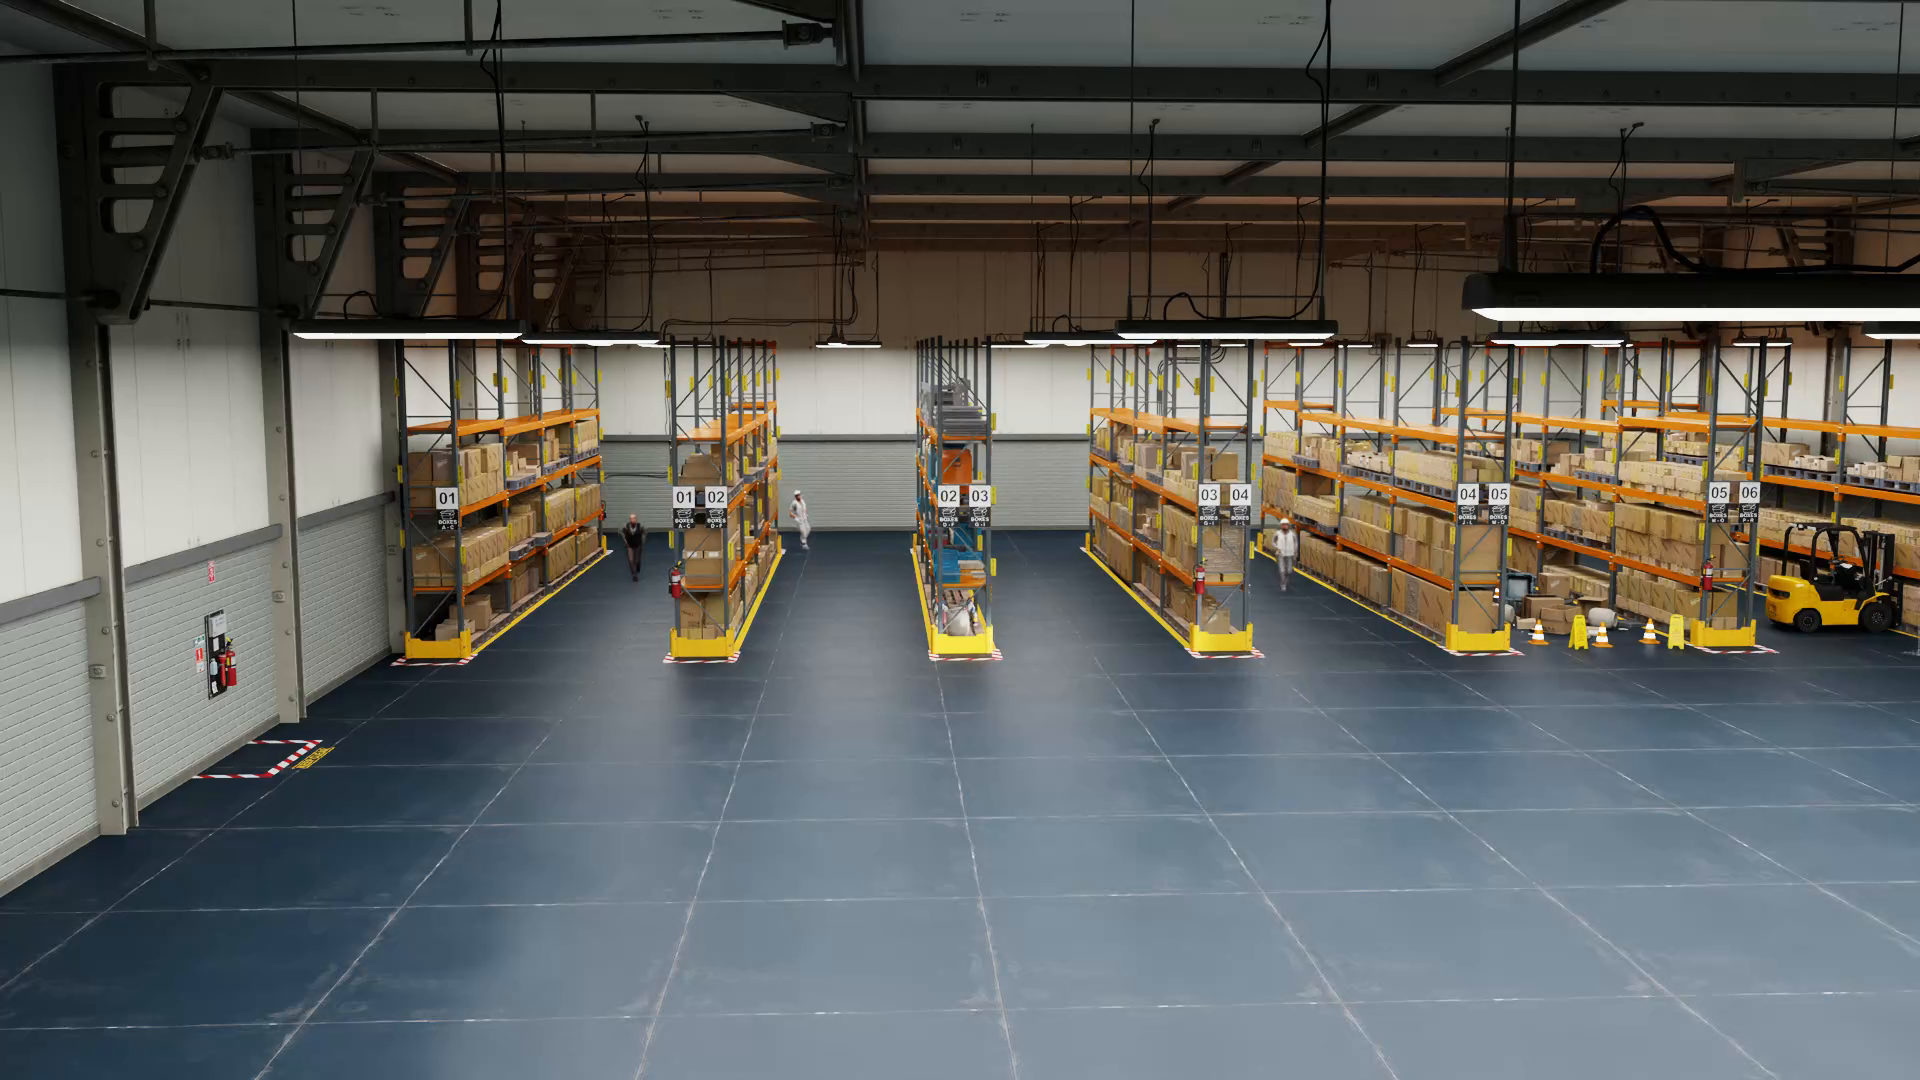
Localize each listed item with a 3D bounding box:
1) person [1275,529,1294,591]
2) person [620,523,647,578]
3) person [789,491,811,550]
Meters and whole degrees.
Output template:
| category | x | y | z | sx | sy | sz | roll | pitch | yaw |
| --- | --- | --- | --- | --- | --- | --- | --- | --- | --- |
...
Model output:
| category | x | y | z | sx | sy | sz | roll | pitch | yaw |
| --- | --- | --- | --- | --- | --- | --- | --- | --- | --- |
| person | 7.778 | 0.460 | 39.896 | 0.450 | 1.504 | 0.516 | 0 | 6 | 3 |
| person | -8.175 | 0.221 | 41.745 | 0.649 | 1.438 | 0.663 | 0 | 7 | -3 |
| person | -4.631 | -0.569 | 47.837 | 0.693 | 1.728 | 0.587 | -6 | 9 | -42 |
